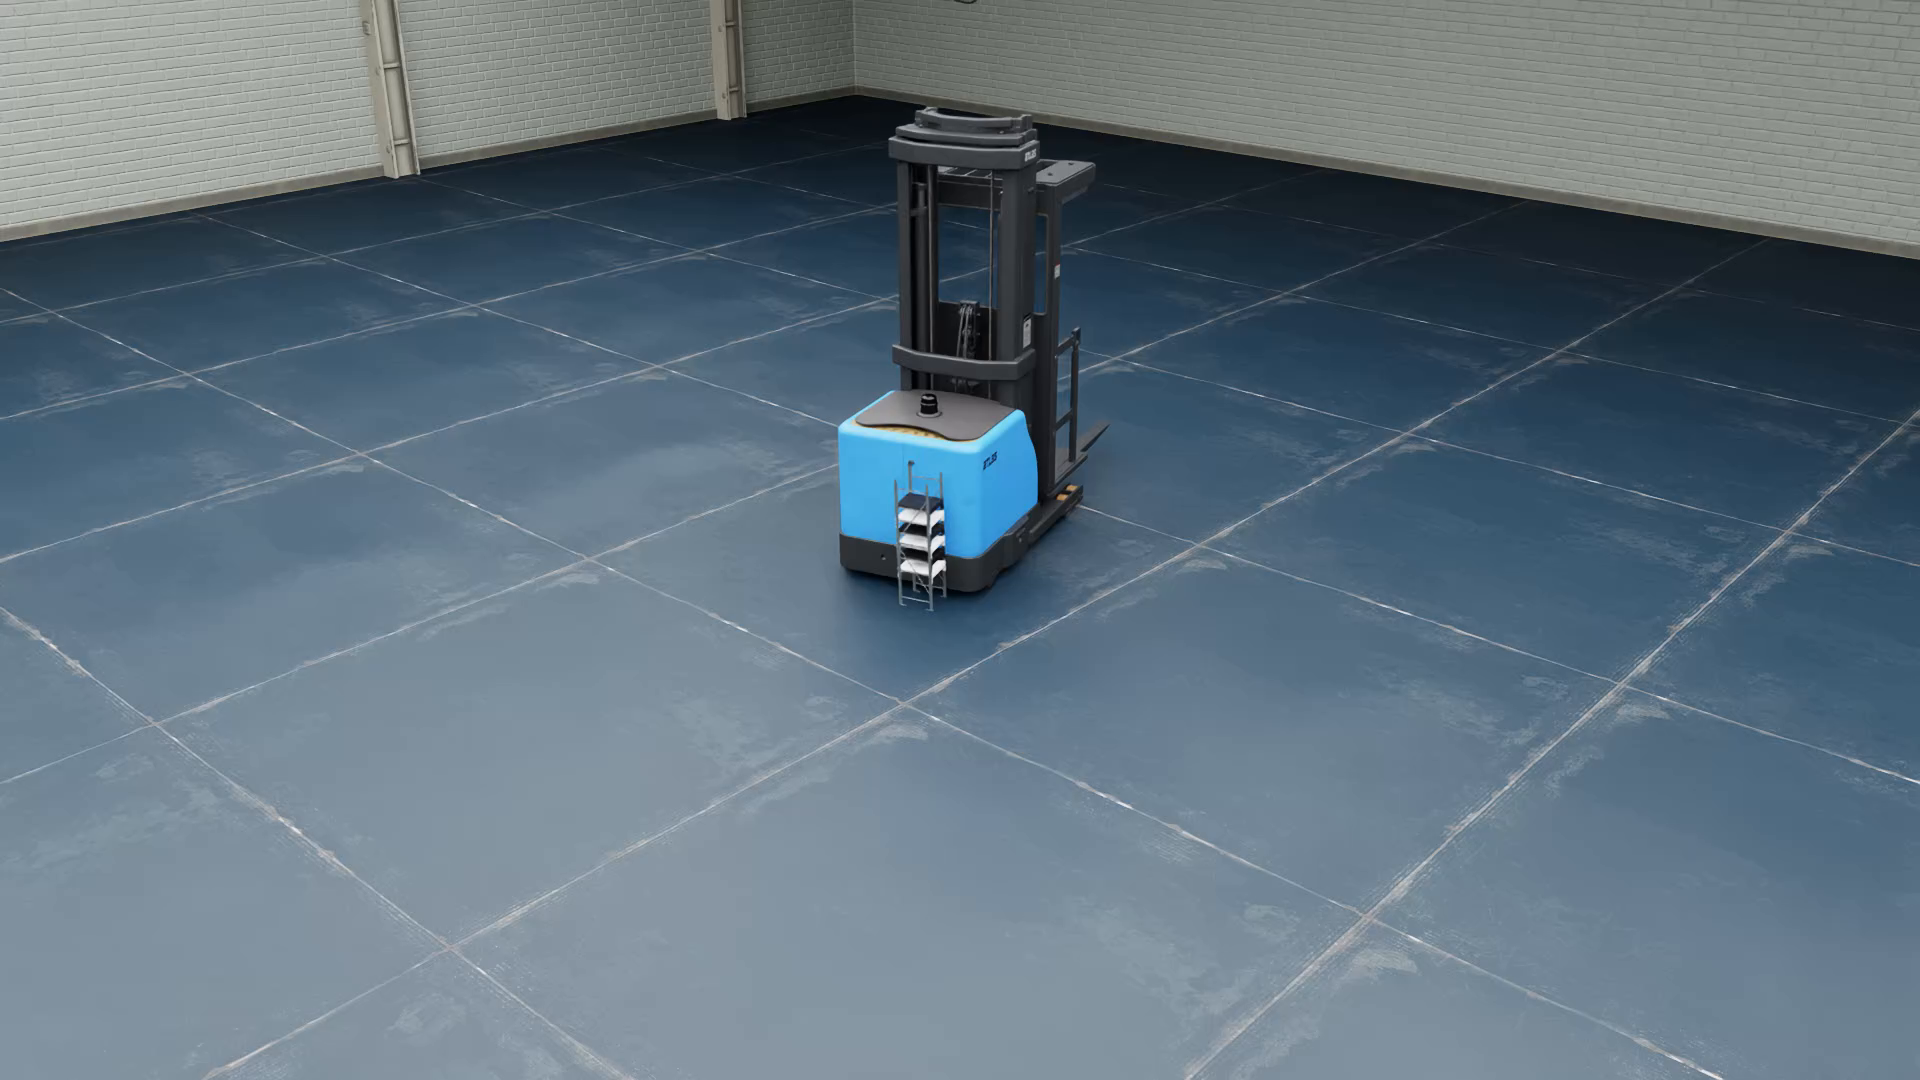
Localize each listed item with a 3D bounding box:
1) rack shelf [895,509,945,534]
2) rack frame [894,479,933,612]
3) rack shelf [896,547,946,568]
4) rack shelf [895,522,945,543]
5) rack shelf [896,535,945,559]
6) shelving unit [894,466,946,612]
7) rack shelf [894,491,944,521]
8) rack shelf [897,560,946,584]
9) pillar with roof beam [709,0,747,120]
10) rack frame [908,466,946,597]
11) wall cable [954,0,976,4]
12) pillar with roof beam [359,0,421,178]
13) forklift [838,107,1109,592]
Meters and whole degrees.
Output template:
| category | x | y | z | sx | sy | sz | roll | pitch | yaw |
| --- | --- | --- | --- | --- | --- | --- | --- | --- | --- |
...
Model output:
| category | x | y | z | sx | sy | sz | roll | pitch | yaw |
| --- | --- | --- | --- | --- | --- | --- | --- | --- | --- |
| rack shelf | -0.255 | -0.135 | 10.579 | 0.258 | 0.077 | 0.200 | 11 | 29 | 22 |
| rack frame | -0.294 | 0.039 | 10.564 | 0.240 | 0.900 | 0.006 | 11 | 29 | 22 |
| rack shelf | -0.249 | 0.106 | 10.702 | 0.258 | 0.077 | 0.200 | 11 | 29 | 22 |
| rack shelf | -0.253 | -0.054 | 10.620 | 0.258 | 0.077 | 0.200 | 11 | 29 | 22 |
| rack shelf | -0.251 | 0.026 | 10.661 | 0.258 | 0.077 | 0.200 | 11 | 29 | 22 |
| shelving unit | -0.252 | -0.004 | 10.646 | 0.258 | 0.900 | 0.210 | 11 | 29 | 22 |
| rack shelf | -0.257 | -0.215 | 10.538 | 0.258 | 0.077 | 0.200 | 11 | 29 | 22 |
| rack shelf | -0.247 | 0.186 | 10.743 | 0.258 | 0.077 | 0.200 | 11 | 29 | 22 |
| pillar with roof beam | -0.518 | -9.820 | 22.653 | 9.100 | 9.000 | 0.400 | 20 | 31 | 38 |
| rack frame | -0.209 | -0.047 | 10.727 | 0.240 | 0.900 | 0.006 | 11 | 29 | 22 |
| wall cable | -0.773 | -10.115 | 27.107 | 3.097 | 2.526 | 0.112 | 20 | 31 | 38 |
| pillar with roof beam | -4.523 | -7.992 | 18.576 | 9.100 | 9.000 | 0.400 | 20 | 31 | 38 |
| forklift | 0.261 | -1.572 | 11.673 | 1.130 | 2.935 | 3.031 | 11 | 26 | 22 |
